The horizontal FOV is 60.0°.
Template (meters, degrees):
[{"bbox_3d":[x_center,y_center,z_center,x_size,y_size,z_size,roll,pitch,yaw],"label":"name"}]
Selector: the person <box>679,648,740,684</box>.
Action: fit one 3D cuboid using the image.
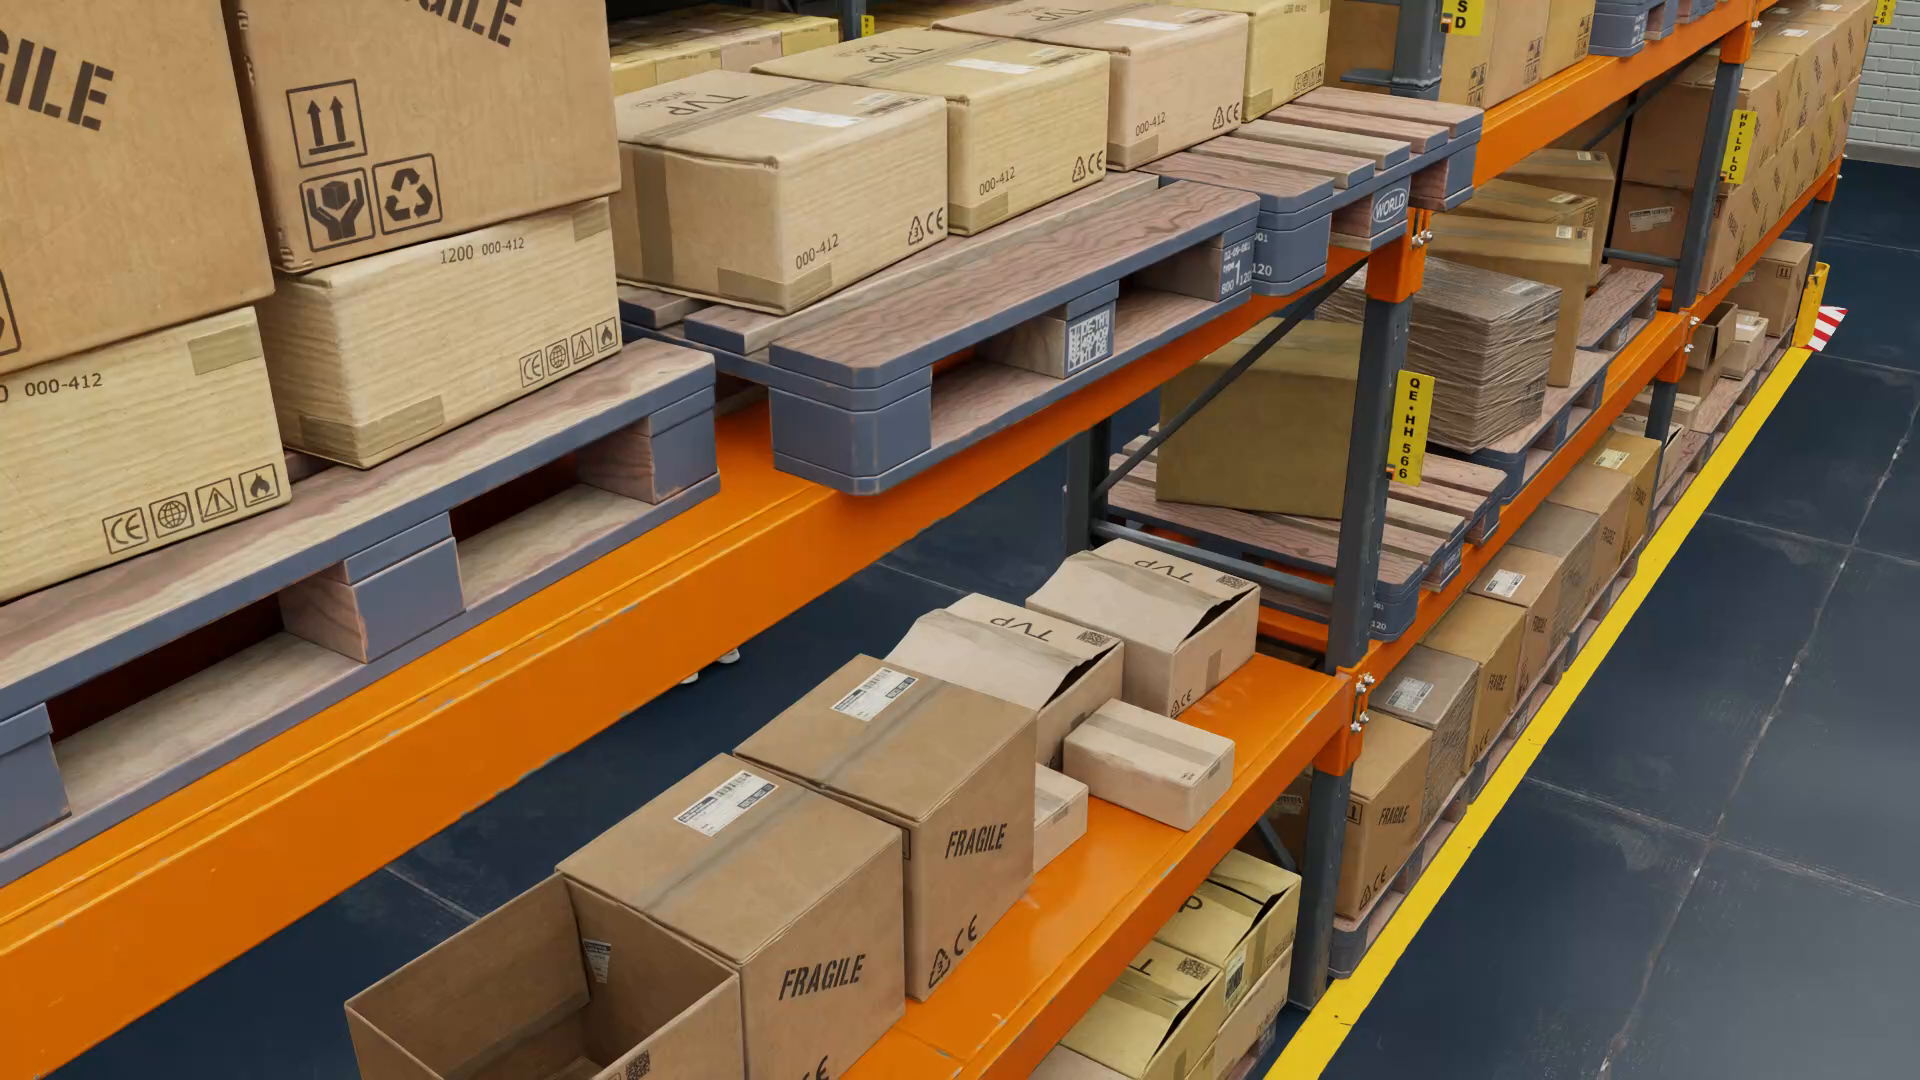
[{"bbox_3d":[-1.284,-0.063,7.191,0.734,1.395,0.632,17,31,31],"label":"person"}]
